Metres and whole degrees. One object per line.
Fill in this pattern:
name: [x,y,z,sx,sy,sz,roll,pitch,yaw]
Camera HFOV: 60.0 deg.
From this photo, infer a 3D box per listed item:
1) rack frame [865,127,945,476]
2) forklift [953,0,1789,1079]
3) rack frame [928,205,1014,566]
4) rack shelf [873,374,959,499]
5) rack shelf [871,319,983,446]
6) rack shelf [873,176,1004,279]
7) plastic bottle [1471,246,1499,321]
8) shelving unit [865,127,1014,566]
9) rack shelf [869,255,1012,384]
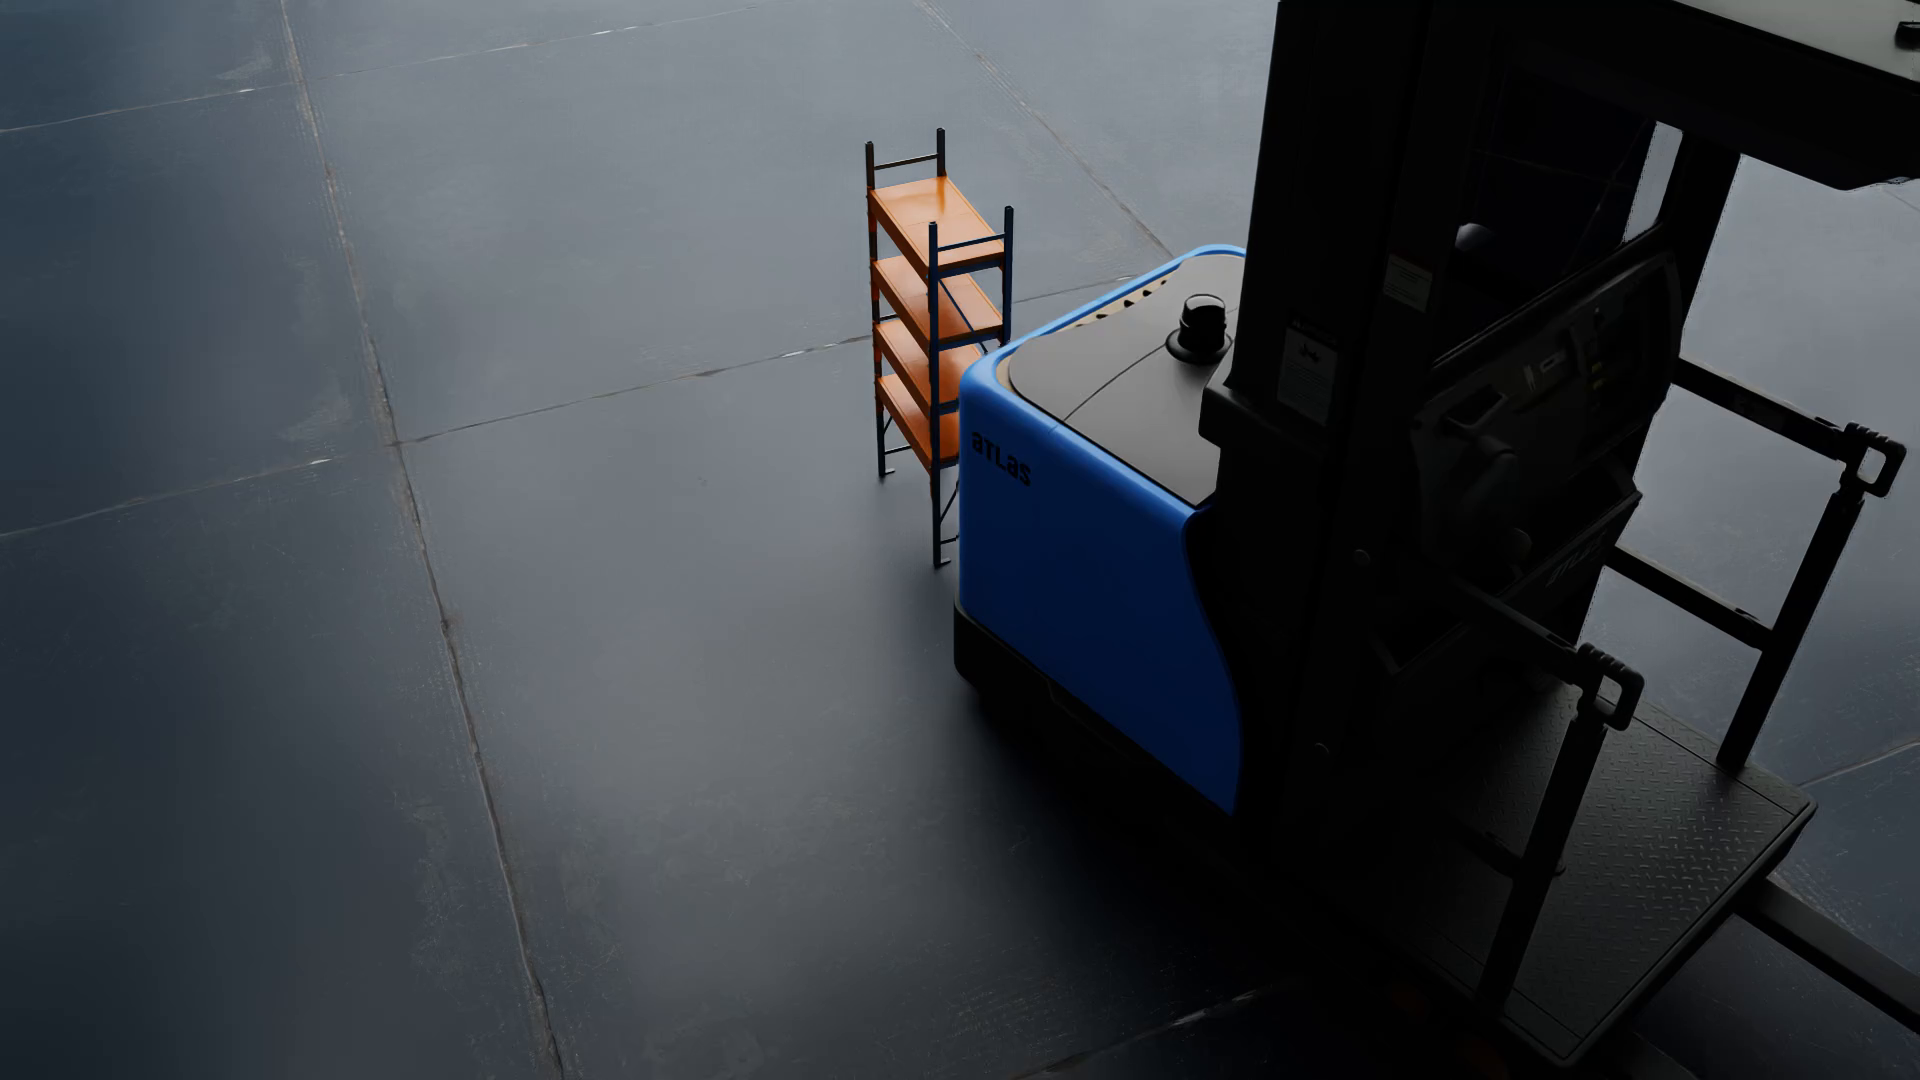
rack frame: [-0.157,-0.702,5.146,0.240,1.200,0.015,-15,43,-17]
forklift: [0.973,-0.452,3.576,1.129,2.867,1.939,-30,49,-30]
rack frame: [0.030,-0.408,4.804,0.240,1.200,0.015,-15,43,-17]
rack shelf: [-0.063,-0.353,5.148,0.258,0.148,0.480,-15,43,-17]
rack shelf: [-5.189,-9.370,14.300,0.597,1.490,28.088,-15,43,-17]
rack shelf: [-0.063,-0.882,4.693,0.221,0.050,0.457,-15,43,-17]
plastic bottle: [-4.713,-12.641,18.288,4.148,1.202,40.087,-15,43,-17]
shelving unit: [-5.186,-9.193,14.446,0.597,1.949,28.100,-15,43,-17]
rack shelf: [-0.063,-0.673,4.873,0.258,0.148,0.480,-15,43,-17]
